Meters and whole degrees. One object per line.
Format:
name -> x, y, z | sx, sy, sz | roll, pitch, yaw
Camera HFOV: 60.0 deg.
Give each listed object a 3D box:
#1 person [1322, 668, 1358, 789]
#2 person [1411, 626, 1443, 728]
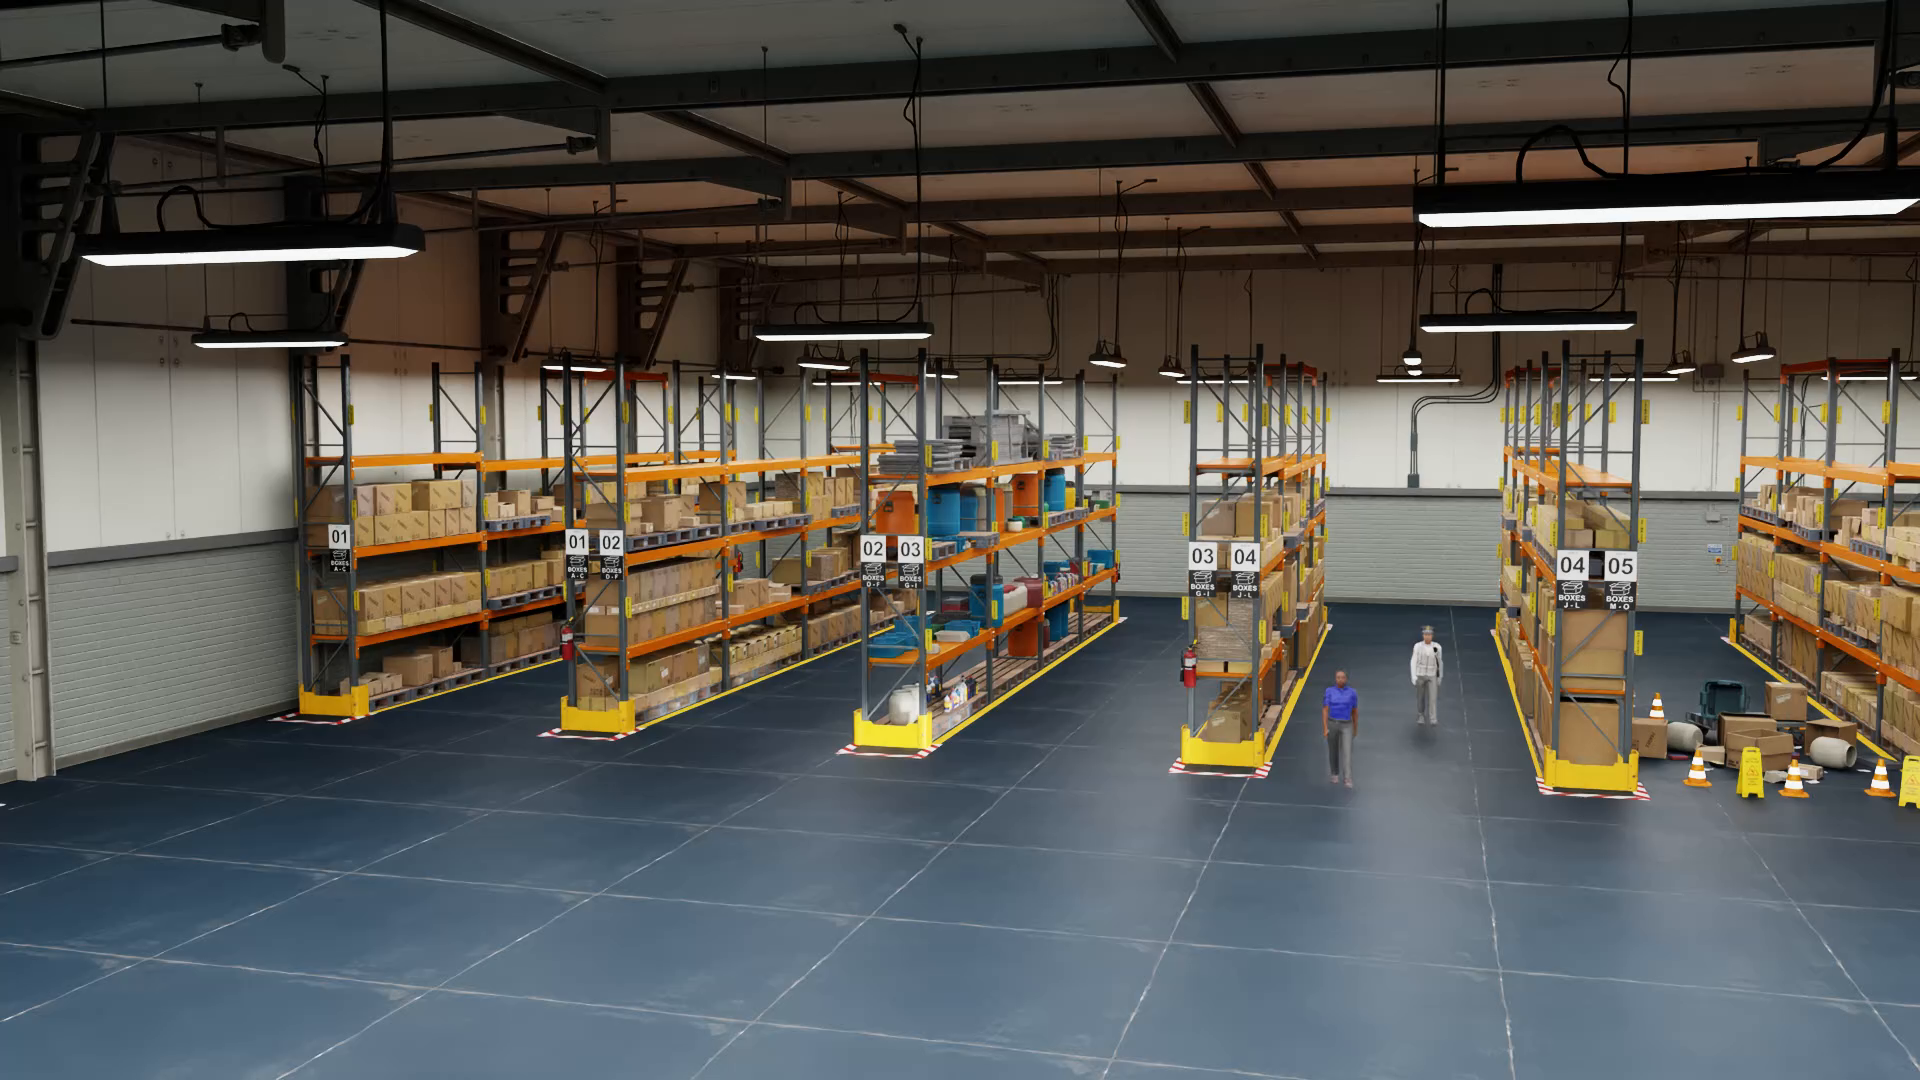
person -> 5.067, 2.526, 22.207 | 0.456, 1.586, 1.038 | 1, 5, 18
person -> 7.441, 2.180, 26.542 | 0.498, 1.626, 1.041 | 2, 5, 20
